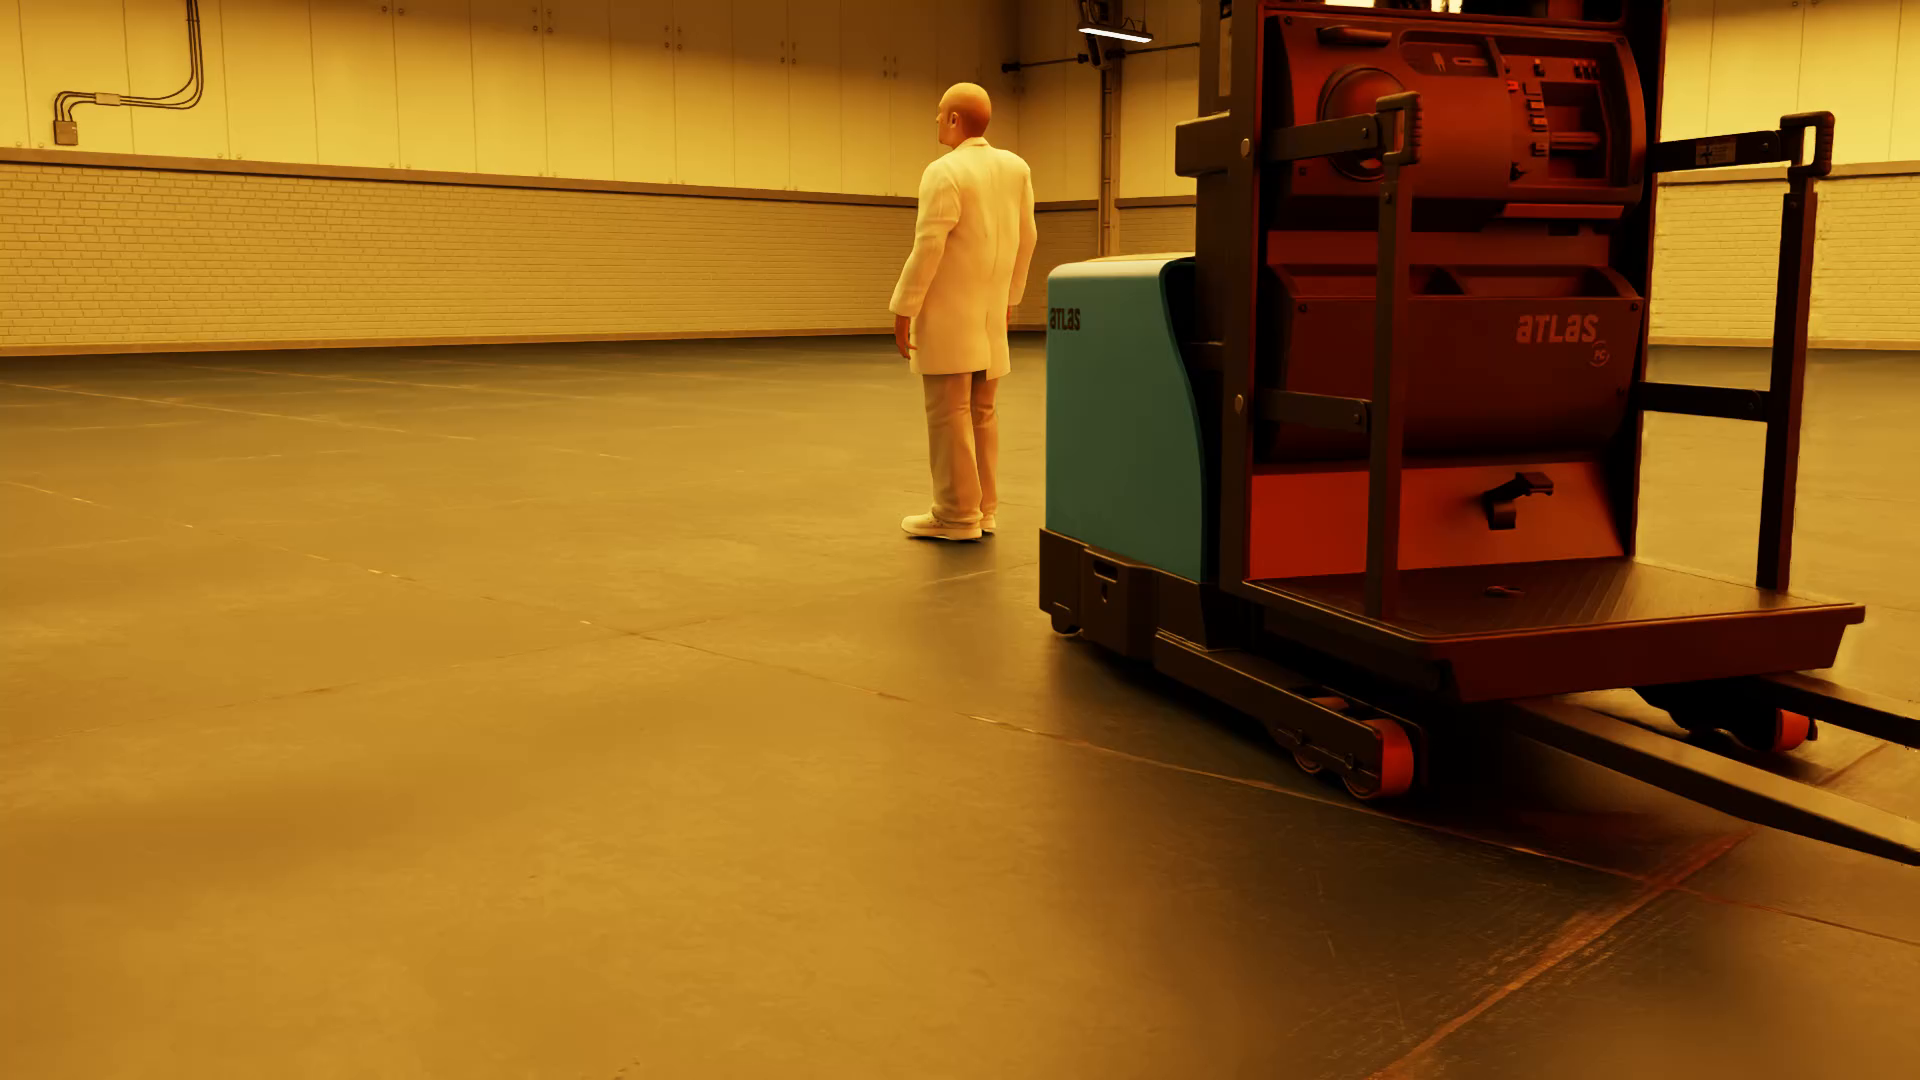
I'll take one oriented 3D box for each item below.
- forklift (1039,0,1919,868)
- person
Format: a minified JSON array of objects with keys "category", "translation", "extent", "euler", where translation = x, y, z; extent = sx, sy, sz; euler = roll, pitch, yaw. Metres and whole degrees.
[{"category":"forklift","translation":[1.203,-1.001,3.521],"extent":[1.130,2.935,3.031],"euler":[-3,9,-19]},{"category":"person","translation":[-0.062,-0.896,6.649],"extent":[0.581,1.775,0.694],"euler":[8,12,43]}]
